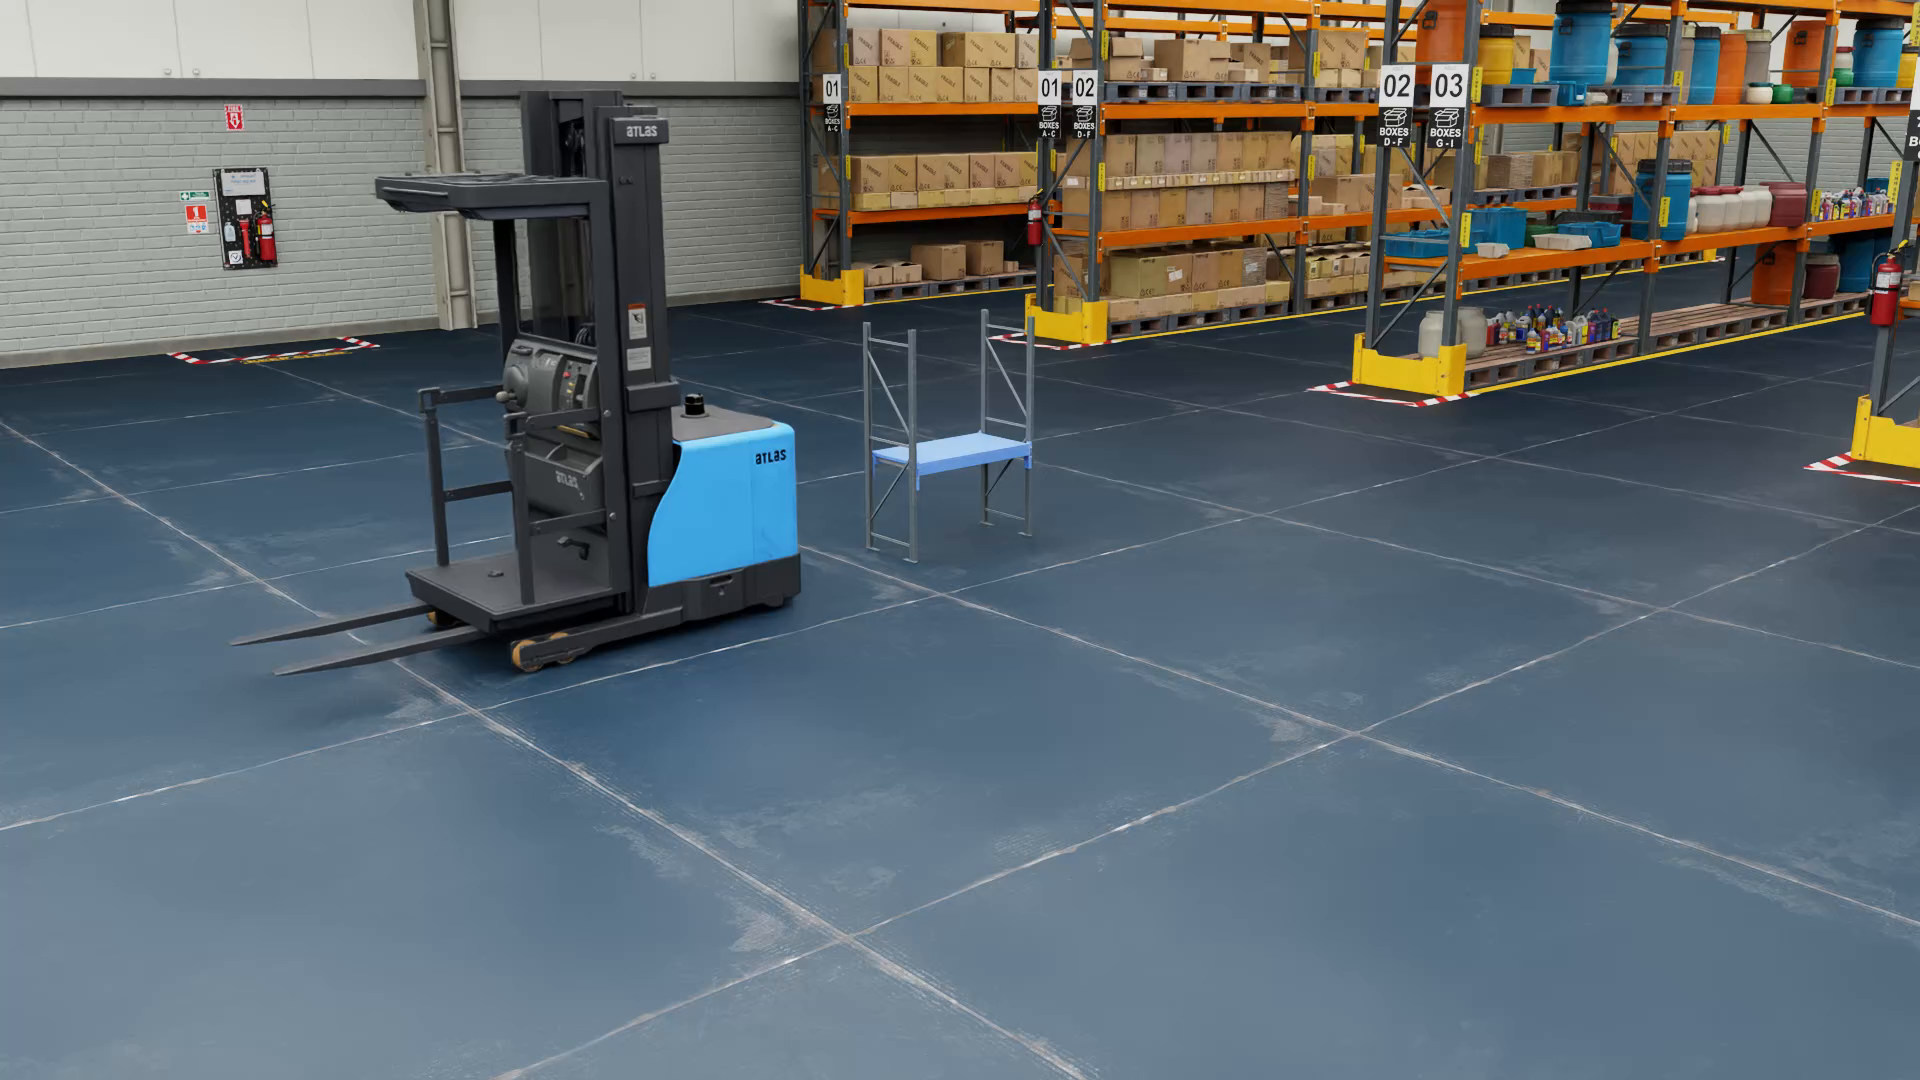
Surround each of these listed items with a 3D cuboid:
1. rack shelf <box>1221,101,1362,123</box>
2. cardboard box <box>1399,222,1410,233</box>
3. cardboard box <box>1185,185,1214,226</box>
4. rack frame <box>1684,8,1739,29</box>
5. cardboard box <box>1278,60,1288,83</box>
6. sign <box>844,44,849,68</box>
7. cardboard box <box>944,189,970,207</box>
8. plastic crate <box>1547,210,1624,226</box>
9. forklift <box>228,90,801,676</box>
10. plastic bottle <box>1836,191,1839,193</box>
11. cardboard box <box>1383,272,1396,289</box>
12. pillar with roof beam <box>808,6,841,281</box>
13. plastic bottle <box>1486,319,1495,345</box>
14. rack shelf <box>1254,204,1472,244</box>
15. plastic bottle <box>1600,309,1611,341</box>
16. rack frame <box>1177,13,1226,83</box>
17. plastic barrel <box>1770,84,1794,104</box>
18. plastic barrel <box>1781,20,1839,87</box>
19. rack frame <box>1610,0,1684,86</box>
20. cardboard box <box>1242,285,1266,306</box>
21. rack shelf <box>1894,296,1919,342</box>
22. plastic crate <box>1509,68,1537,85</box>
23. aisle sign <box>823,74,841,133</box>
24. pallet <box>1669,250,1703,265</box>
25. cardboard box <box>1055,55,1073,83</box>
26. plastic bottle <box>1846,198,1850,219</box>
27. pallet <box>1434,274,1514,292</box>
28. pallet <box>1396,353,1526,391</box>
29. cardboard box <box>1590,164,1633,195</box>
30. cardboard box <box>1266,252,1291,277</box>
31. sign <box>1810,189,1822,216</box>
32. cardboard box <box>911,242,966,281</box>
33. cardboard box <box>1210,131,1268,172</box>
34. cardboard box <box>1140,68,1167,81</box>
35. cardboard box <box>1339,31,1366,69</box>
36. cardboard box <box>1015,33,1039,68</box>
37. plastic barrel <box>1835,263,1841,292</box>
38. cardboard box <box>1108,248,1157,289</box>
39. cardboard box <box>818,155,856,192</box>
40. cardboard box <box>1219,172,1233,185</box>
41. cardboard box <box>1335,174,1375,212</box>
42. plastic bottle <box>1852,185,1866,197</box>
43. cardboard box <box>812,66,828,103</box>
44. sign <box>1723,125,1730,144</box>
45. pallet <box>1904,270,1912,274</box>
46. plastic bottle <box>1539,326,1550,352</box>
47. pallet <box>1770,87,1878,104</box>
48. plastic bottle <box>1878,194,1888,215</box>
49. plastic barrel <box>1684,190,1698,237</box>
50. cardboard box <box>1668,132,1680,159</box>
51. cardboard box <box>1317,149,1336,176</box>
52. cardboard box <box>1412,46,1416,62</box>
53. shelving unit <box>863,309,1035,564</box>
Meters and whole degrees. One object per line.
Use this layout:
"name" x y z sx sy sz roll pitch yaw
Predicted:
"rack shelf" 5.613 -7.723 29.931 4.000 0.370 1.077 -13 19 -39
"cardboard box" 8.523 -6.233 32.801 0.500 0.500 0.700 -12 19 -38
"cardboard box" 2.851 -4.351 21.532 0.500 0.500 0.700 -12 19 -38
"rack frame" 13.394 -9.572 29.648 0.127 3.000 1.000 -13 19 -39
"cardboard box" 5.588 -8.363 29.887 0.500 0.500 0.700 -13 20 -39
"sign" -1.574 -6.693 22.988 0.005 0.325 0.100 -13 19 -39
"cardboard box" -0.201 -5.146 24.955 0.500 0.250 0.500 -12 19 -39
"plastic crate" 7.112 -3.582 18.968 0.504 0.338 0.767 -13 19 -39
"forklift" -2.371 -0.879 8.861 3.031 2.935 1.130 -13 20 -40
"plastic bottle" 12.644 -4.888 23.988 0.097 0.271 0.097 0 15 0
"cardboard box" 5.968 -3.796 24.163 0.500 0.250 0.500 -12 19 -38
"pillar with roof beam" 0.856 -7.274 21.045 0.400 9.000 9.100 -13 19 -39
"plastic bottle" 5.878 -2.329 18.581 0.135 0.276 0.152 -12 19 -39
"rack shelf" 5.850 -4.632 24.173 4.000 0.370 1.077 -13 19 -39
"plastic bottle" 7.294 -2.443 18.866 0.185 0.351 0.144 -13 20 -41
"rack frame" 4.104 -9.181 28.182 0.127 3.000 1.000 -13 19 -39
"plastic barrel" 10.455 -5.676 21.175 0.294 0.245 0.294 0 15 0
"plastic barrel" 11.038 -6.309 21.597 0.708 0.830 0.600 -13 19 -39
"rack frame" 7.590 -6.574 18.425 0.127 3.000 1.000 -13 19 -39
"cardboard box" 3.751 -3.311 22.349 0.500 0.250 0.500 -13 19 -39
"rack shelf" 9.333 -2.025 14.414 4.000 0.370 1.077 -13 19 -39
"plastic crate" 5.814 -4.821 17.706 0.575 0.384 0.392 -13 19 -39
"aisle sign" -1.788 -6.112 23.283 0.004 0.787 0.394 -13 19 -39
"pallet" 12.736 -5.178 30.227 1.213 0.211 1.003 -13 19 -39
"cardboard box" 1.552 -7.382 26.254 0.500 0.500 0.500 -9 18 -32
"plastic bottle" 11.949 -4.473 22.431 0.097 0.271 0.097 0 15 0
"pallet" 7.947 -4.090 26.154 1.213 0.211 1.003 -13 19 -39
"pallet" 5.215 -1.810 17.616 1.213 0.211 1.003 -13 19 -39
"cardboard box" 10.940 -6.078 27.997 0.500 0.500 0.500 -12 19 -38
"cardboard box" 4.459 -3.911 23.506 0.500 0.311 0.500 -13 19 -39
"sign" 10.974 -4.326 21.318 0.005 0.325 0.100 -13 19 -39
"cardboard box" -0.333 -4.243 25.312 0.500 0.500 0.700 -14 21 -43
"cardboard box" 3.630 -5.154 22.024 0.500 0.500 0.700 -13 20 -39
"cardboard box" 2.327 -5.727 20.466 0.250 0.149 0.380 -13 19 -39
"cardboard box" 5.247 -6.781 23.033 0.500 0.500 0.500 -10 18 -34
"cardboard box" 0.887 -7.457 25.373 0.500 0.500 0.500 14 20 42
"plastic barrel" 12.185 -3.745 23.465 0.421 0.512 0.421 0 15 0
"cardboard box" 2.278 -3.521 21.681 0.500 0.500 0.500 -13 19 -39
"cardboard box" -1.715 -5.348 24.257 0.500 0.500 0.500 -13 20 -40
"cardboard box" 3.318 -4.700 21.582 0.250 0.149 0.380 -12 19 -38
"cardboard box" 5.707 -4.990 23.926 0.500 0.500 0.500 -13 19 -39
"plastic bottle" 13.116 -5.004 24.266 0.185 0.351 0.144 -13 19 -39
"cardboard box" -1.782 -6.554 23.929 0.500 0.500 0.500 -11 18 -35
"sign" 13.743 -7.274 29.815 0.005 0.325 0.100 -13 19 -39
"pallet" 15.075 -4.024 25.905 1.213 0.211 1.003 -13 19 -39
"plastic bottle" 6.328 -2.180 18.009 0.133 0.283 0.061 -12 19 -38
"pallet" 11.249 -5.822 21.787 1.213 0.211 1.003 -13 19 -39
"plastic bottle" 12.884 -4.694 23.252 0.135 0.276 0.152 -13 19 -39
"plastic barrel" 8.456 -3.861 19.628 0.433 0.535 0.433 0 15 0
"cardboard box" 12.083 -6.815 28.819 0.500 0.500 0.500 -12 19 -38
"cardboard box" 6.561 -6.946 30.632 0.500 0.500 0.500 -12 19 -39
"cardboard box" 8.597 -9.189 31.857 0.500 0.500 0.500 -12 19 -39
"shelving unit" -0.064 -0.710 11.002 1.048 1.500 0.538 -13 19 -39
